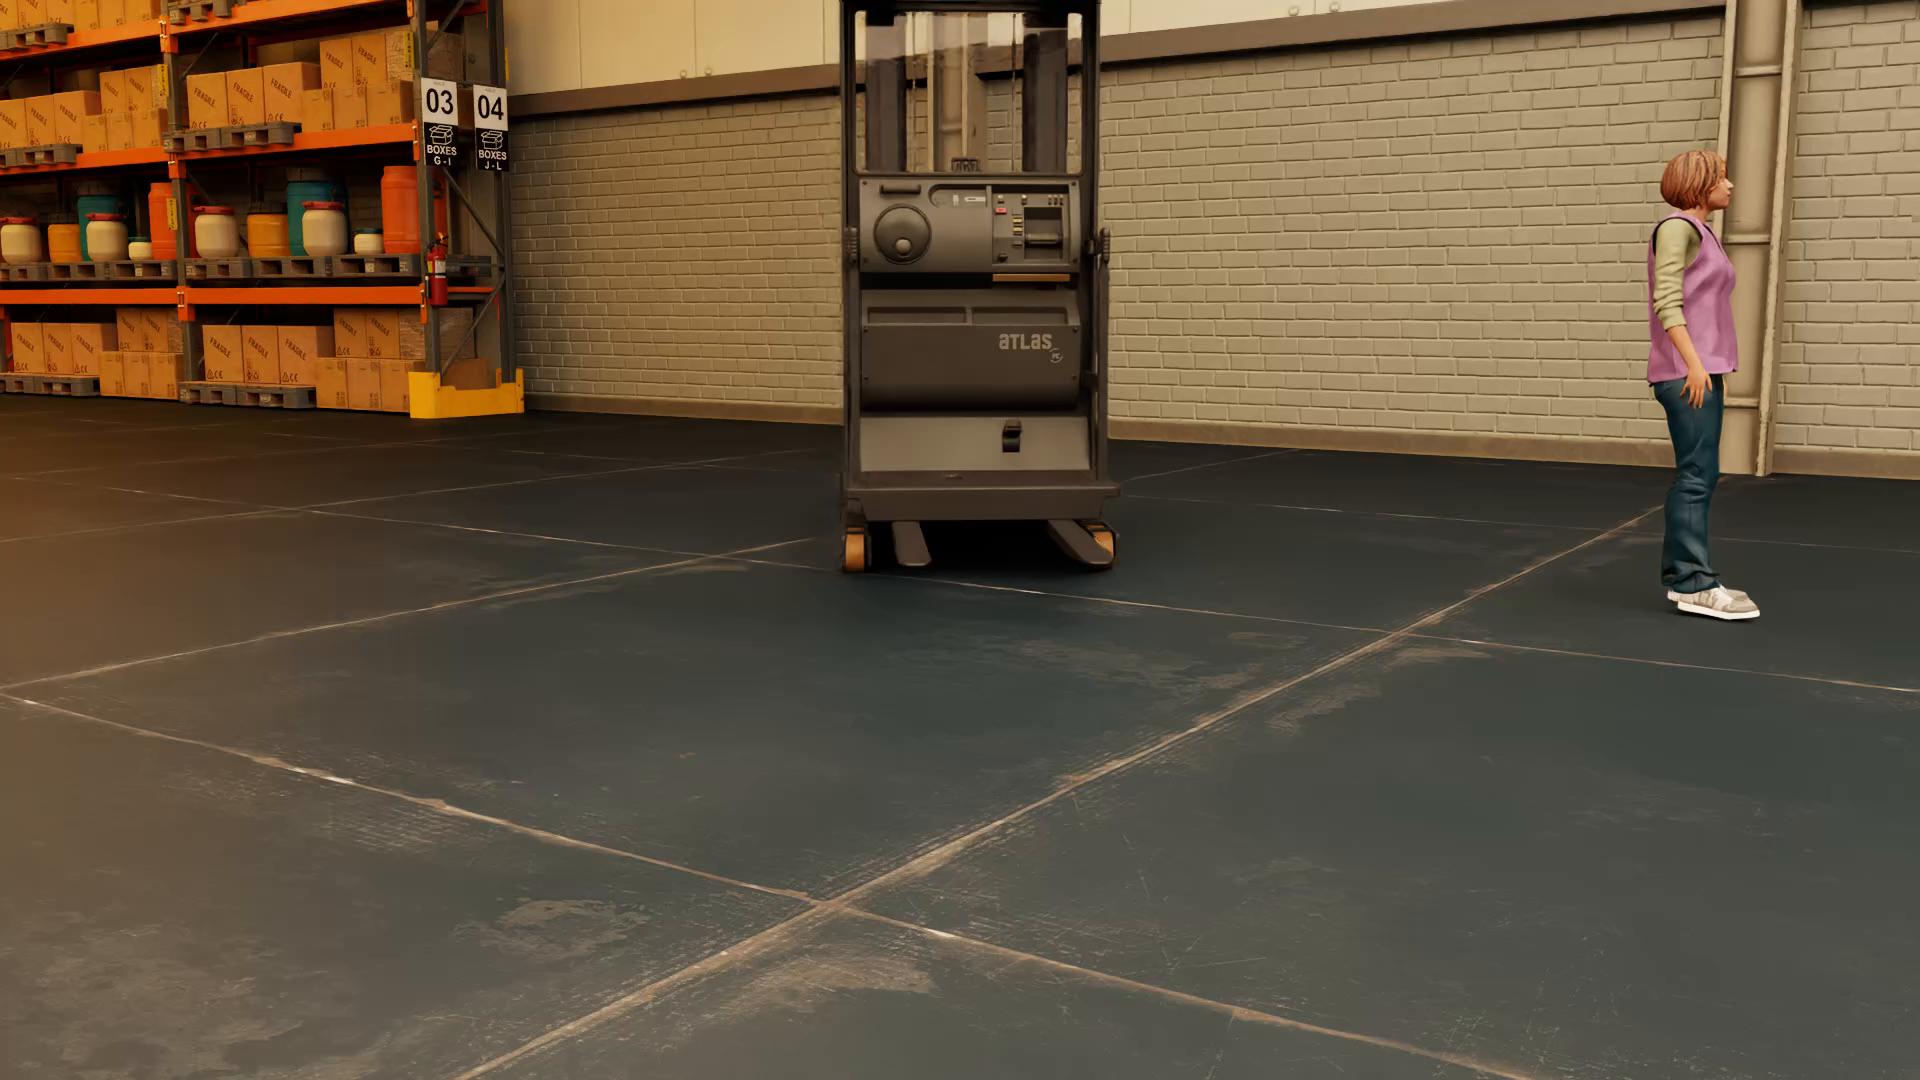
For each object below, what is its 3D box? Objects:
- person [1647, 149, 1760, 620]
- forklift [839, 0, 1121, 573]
[{"bbox_3d":[2.633,-0.553,5.805,0.454,1.605,0.504,6,10,34],"label":"person"},{"bbox_3d":[0.058,-1.364,6.786,1.130,2.935,3.031,-1,8,-4],"label":"forklift"}]
